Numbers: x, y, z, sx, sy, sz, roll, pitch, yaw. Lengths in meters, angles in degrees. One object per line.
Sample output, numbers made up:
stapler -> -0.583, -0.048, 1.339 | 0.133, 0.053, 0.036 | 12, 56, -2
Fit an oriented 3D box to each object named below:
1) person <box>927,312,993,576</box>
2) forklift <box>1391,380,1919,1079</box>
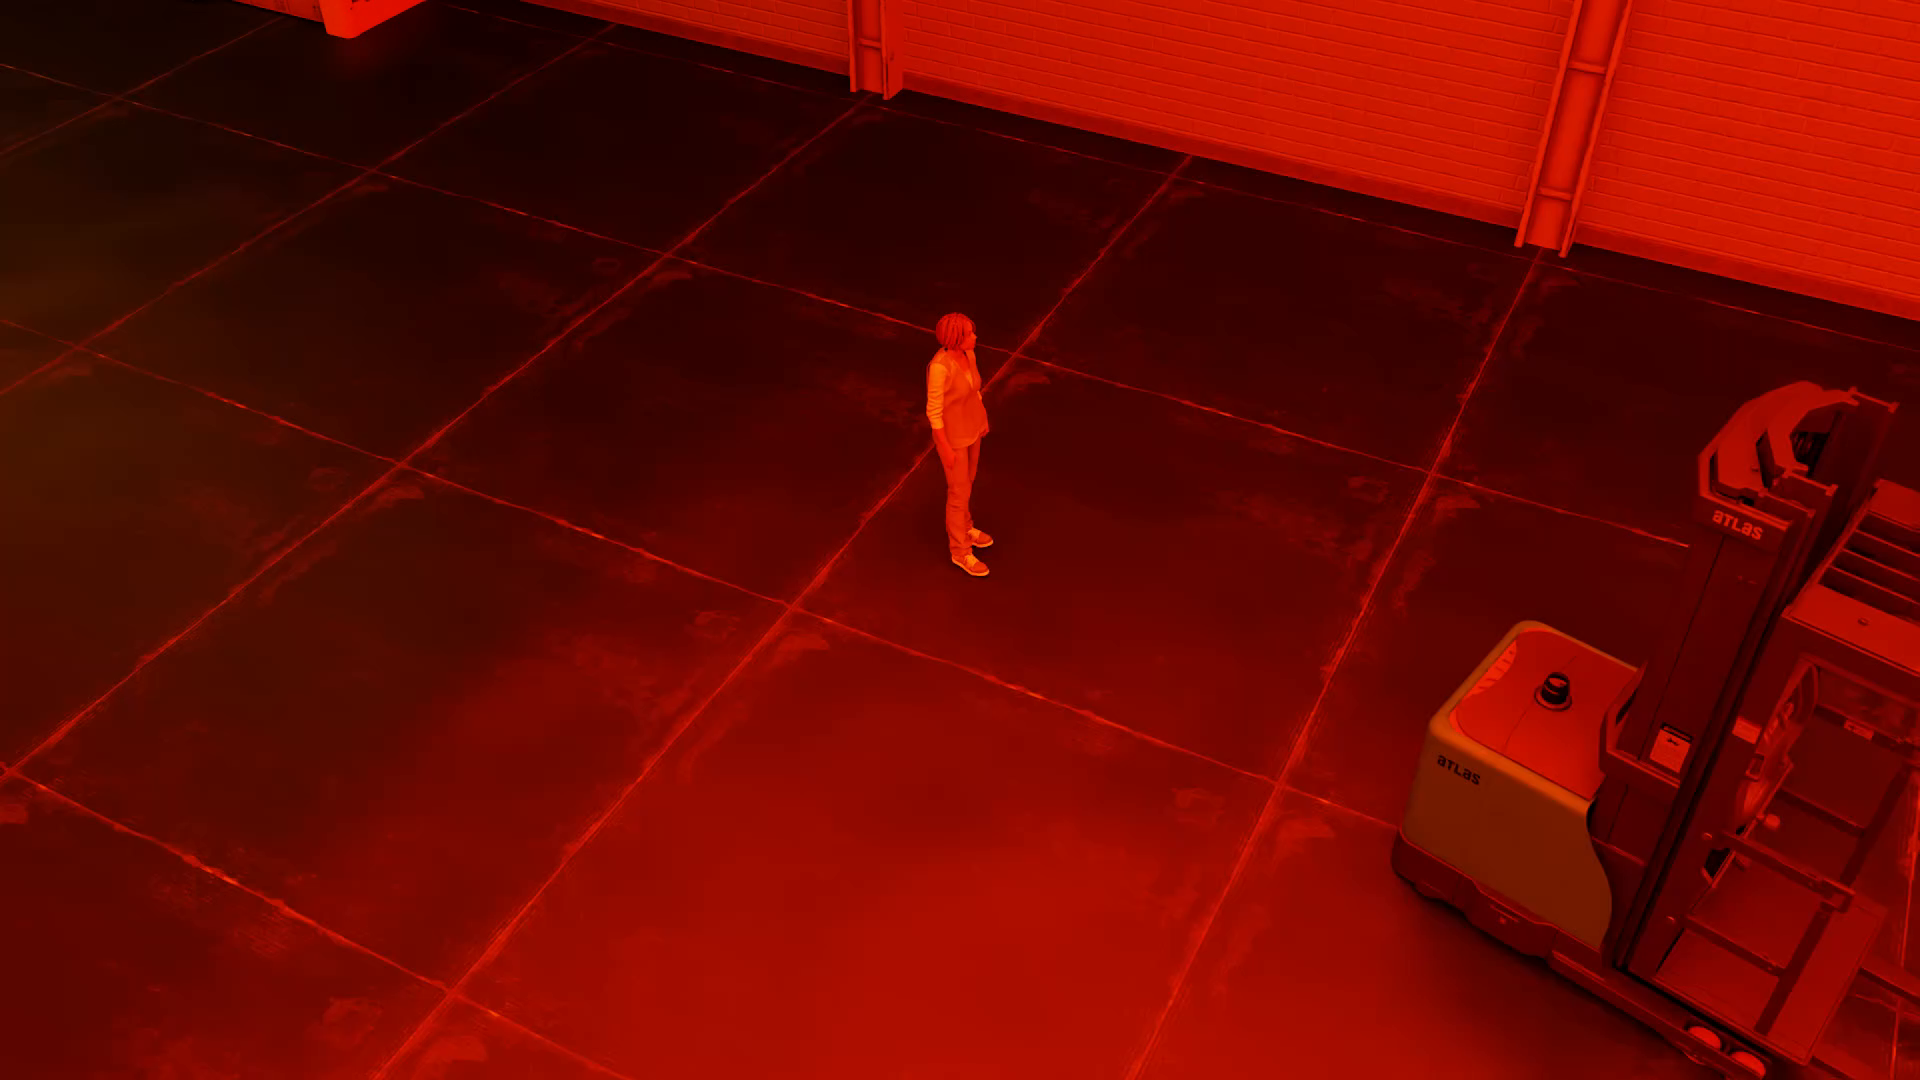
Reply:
person -> 0.059, -0.586, 9.707 | 0.475, 1.597, 0.520 | 18, 43, 21
forklift -> 3.583, 0.923, 6.890 | 3.031, 2.935, 1.130 | 29, 48, 30
